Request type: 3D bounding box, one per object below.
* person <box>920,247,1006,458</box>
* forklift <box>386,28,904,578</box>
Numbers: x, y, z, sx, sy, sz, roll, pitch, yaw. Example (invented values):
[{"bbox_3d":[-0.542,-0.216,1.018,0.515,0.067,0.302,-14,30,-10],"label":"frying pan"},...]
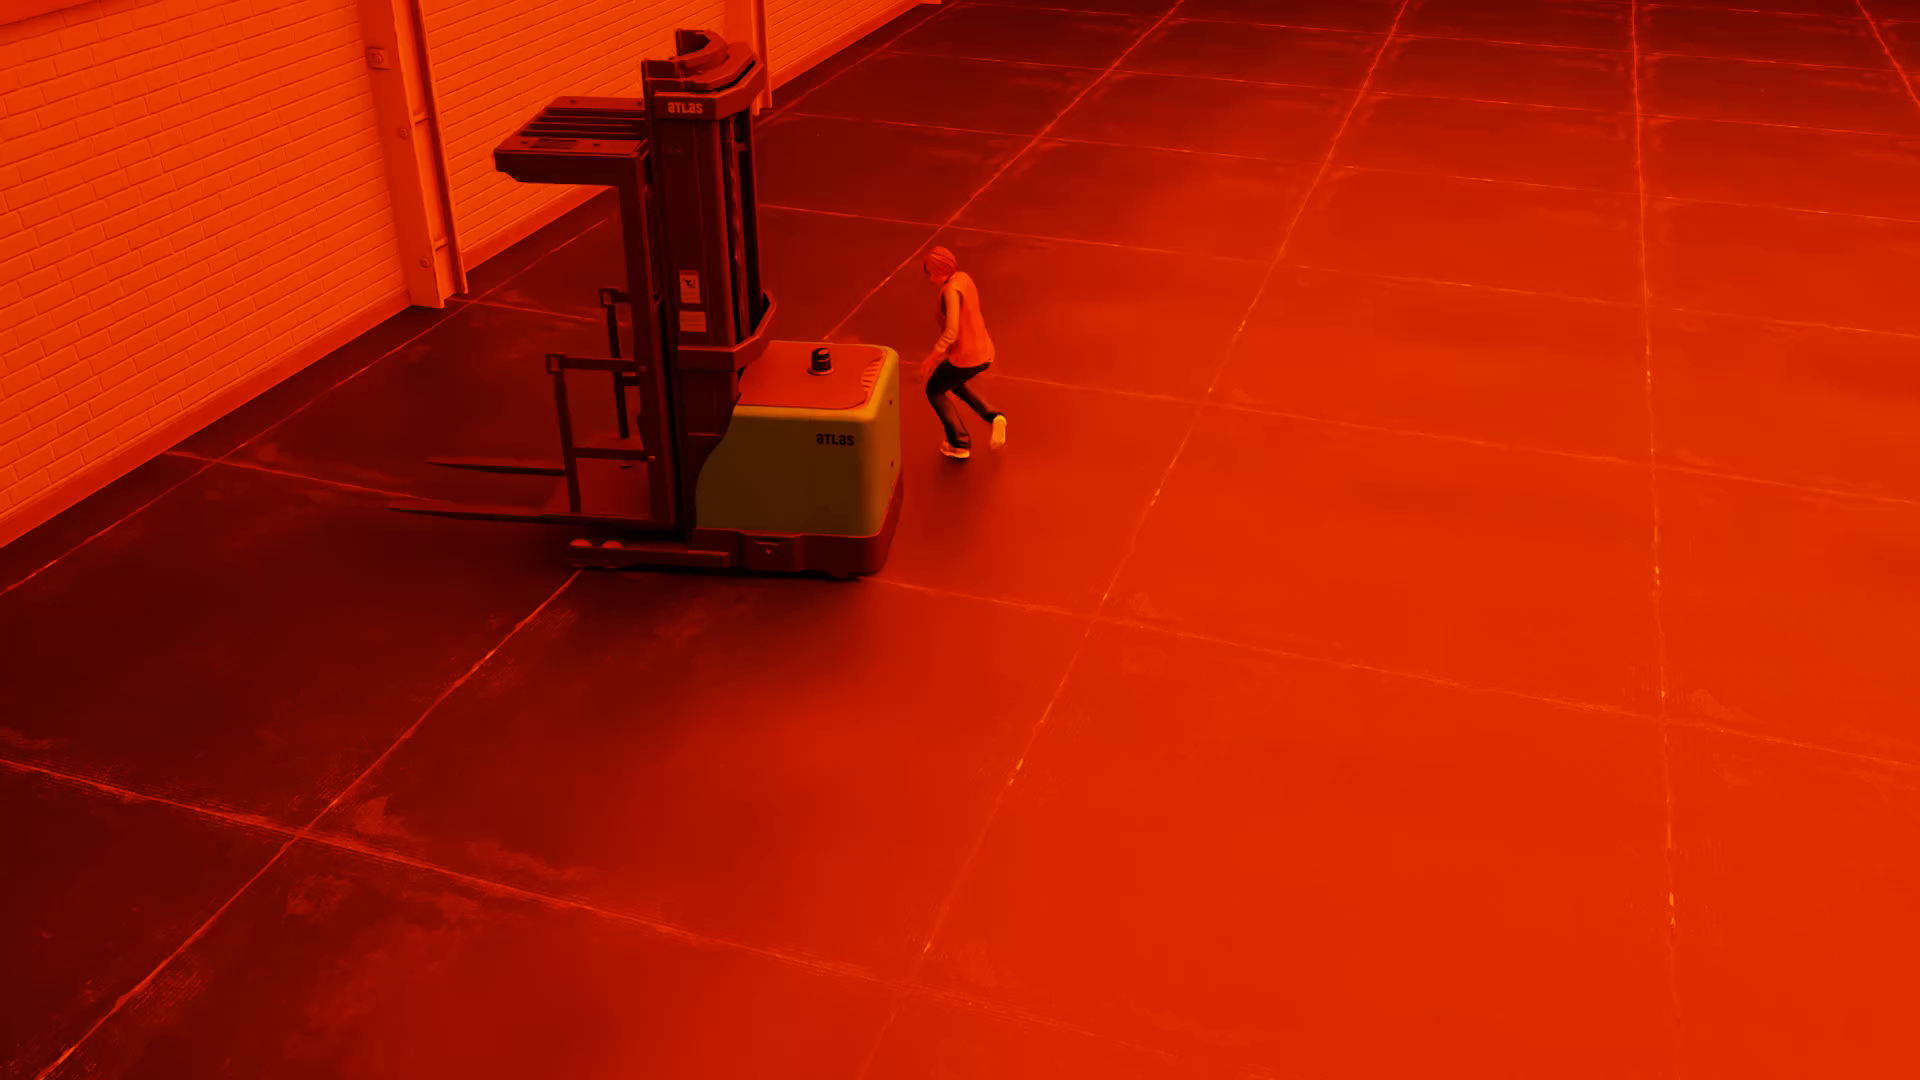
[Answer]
[{"bbox_3d":[0.046,-1.231,10.856,0.503,1.411,0.773,15,33,24],"label":"person"},{"bbox_3d":[-1.907,-1.355,9.514,3.031,2.935,1.130,3,30,6],"label":"forklift"}]
